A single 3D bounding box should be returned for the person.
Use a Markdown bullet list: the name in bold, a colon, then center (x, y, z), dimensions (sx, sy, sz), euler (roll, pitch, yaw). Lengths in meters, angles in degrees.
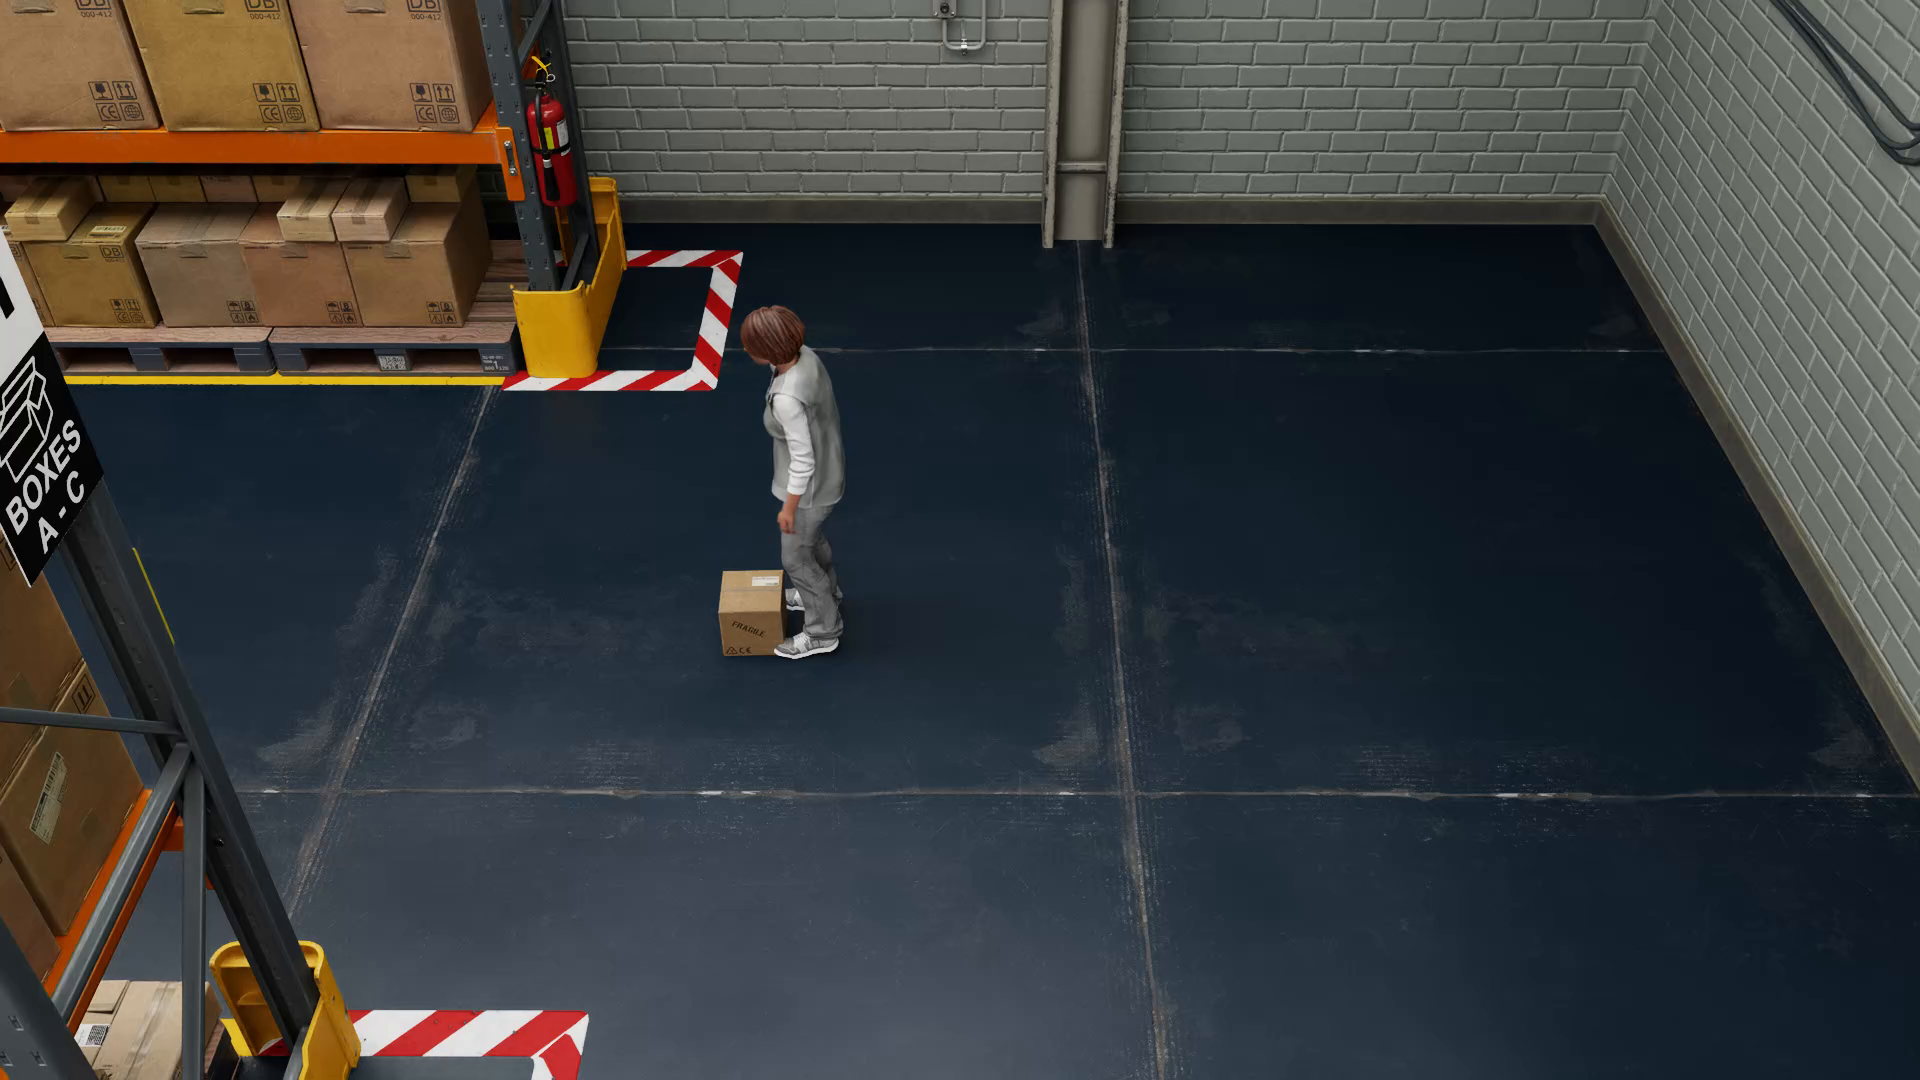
- **person**: center (-0.611, -0.220, 6.426), dimensions (0.343, 1.592, 0.460), euler (0, 40, 0)
